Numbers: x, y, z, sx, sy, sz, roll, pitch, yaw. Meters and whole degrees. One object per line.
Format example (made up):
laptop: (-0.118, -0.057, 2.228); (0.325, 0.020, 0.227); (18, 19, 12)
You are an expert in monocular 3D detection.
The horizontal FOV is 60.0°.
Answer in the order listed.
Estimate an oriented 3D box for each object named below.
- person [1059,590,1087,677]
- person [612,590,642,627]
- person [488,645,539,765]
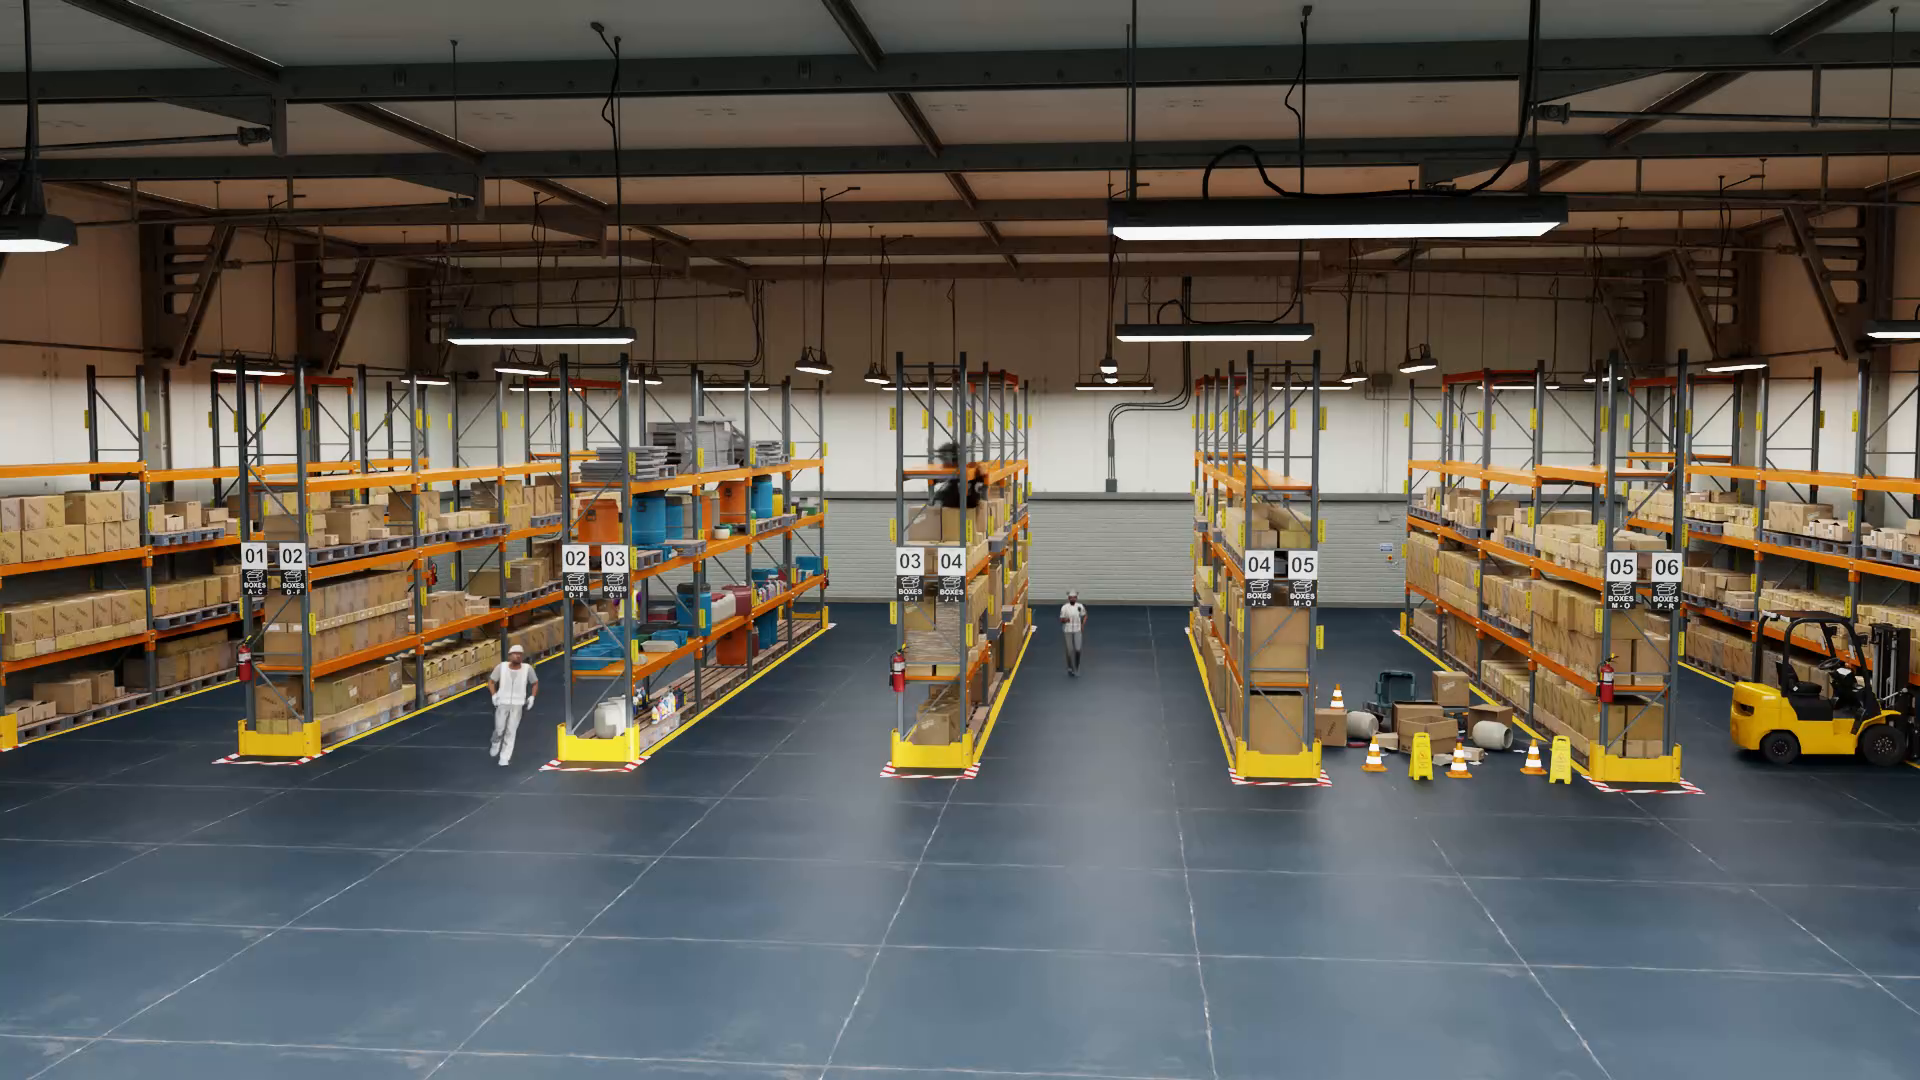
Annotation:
person: (2.234, 1.840, 32.748); (0.555, 1.727, 0.660); (0, 4, 3)
person: (-6.993, 1.651, 35.078); (0.697, 1.717, 0.608); (0, 4, -3)
person: (-6.559, 2.397, 24.458); (0.719, 1.734, 0.664); (-1, 4, -17)
